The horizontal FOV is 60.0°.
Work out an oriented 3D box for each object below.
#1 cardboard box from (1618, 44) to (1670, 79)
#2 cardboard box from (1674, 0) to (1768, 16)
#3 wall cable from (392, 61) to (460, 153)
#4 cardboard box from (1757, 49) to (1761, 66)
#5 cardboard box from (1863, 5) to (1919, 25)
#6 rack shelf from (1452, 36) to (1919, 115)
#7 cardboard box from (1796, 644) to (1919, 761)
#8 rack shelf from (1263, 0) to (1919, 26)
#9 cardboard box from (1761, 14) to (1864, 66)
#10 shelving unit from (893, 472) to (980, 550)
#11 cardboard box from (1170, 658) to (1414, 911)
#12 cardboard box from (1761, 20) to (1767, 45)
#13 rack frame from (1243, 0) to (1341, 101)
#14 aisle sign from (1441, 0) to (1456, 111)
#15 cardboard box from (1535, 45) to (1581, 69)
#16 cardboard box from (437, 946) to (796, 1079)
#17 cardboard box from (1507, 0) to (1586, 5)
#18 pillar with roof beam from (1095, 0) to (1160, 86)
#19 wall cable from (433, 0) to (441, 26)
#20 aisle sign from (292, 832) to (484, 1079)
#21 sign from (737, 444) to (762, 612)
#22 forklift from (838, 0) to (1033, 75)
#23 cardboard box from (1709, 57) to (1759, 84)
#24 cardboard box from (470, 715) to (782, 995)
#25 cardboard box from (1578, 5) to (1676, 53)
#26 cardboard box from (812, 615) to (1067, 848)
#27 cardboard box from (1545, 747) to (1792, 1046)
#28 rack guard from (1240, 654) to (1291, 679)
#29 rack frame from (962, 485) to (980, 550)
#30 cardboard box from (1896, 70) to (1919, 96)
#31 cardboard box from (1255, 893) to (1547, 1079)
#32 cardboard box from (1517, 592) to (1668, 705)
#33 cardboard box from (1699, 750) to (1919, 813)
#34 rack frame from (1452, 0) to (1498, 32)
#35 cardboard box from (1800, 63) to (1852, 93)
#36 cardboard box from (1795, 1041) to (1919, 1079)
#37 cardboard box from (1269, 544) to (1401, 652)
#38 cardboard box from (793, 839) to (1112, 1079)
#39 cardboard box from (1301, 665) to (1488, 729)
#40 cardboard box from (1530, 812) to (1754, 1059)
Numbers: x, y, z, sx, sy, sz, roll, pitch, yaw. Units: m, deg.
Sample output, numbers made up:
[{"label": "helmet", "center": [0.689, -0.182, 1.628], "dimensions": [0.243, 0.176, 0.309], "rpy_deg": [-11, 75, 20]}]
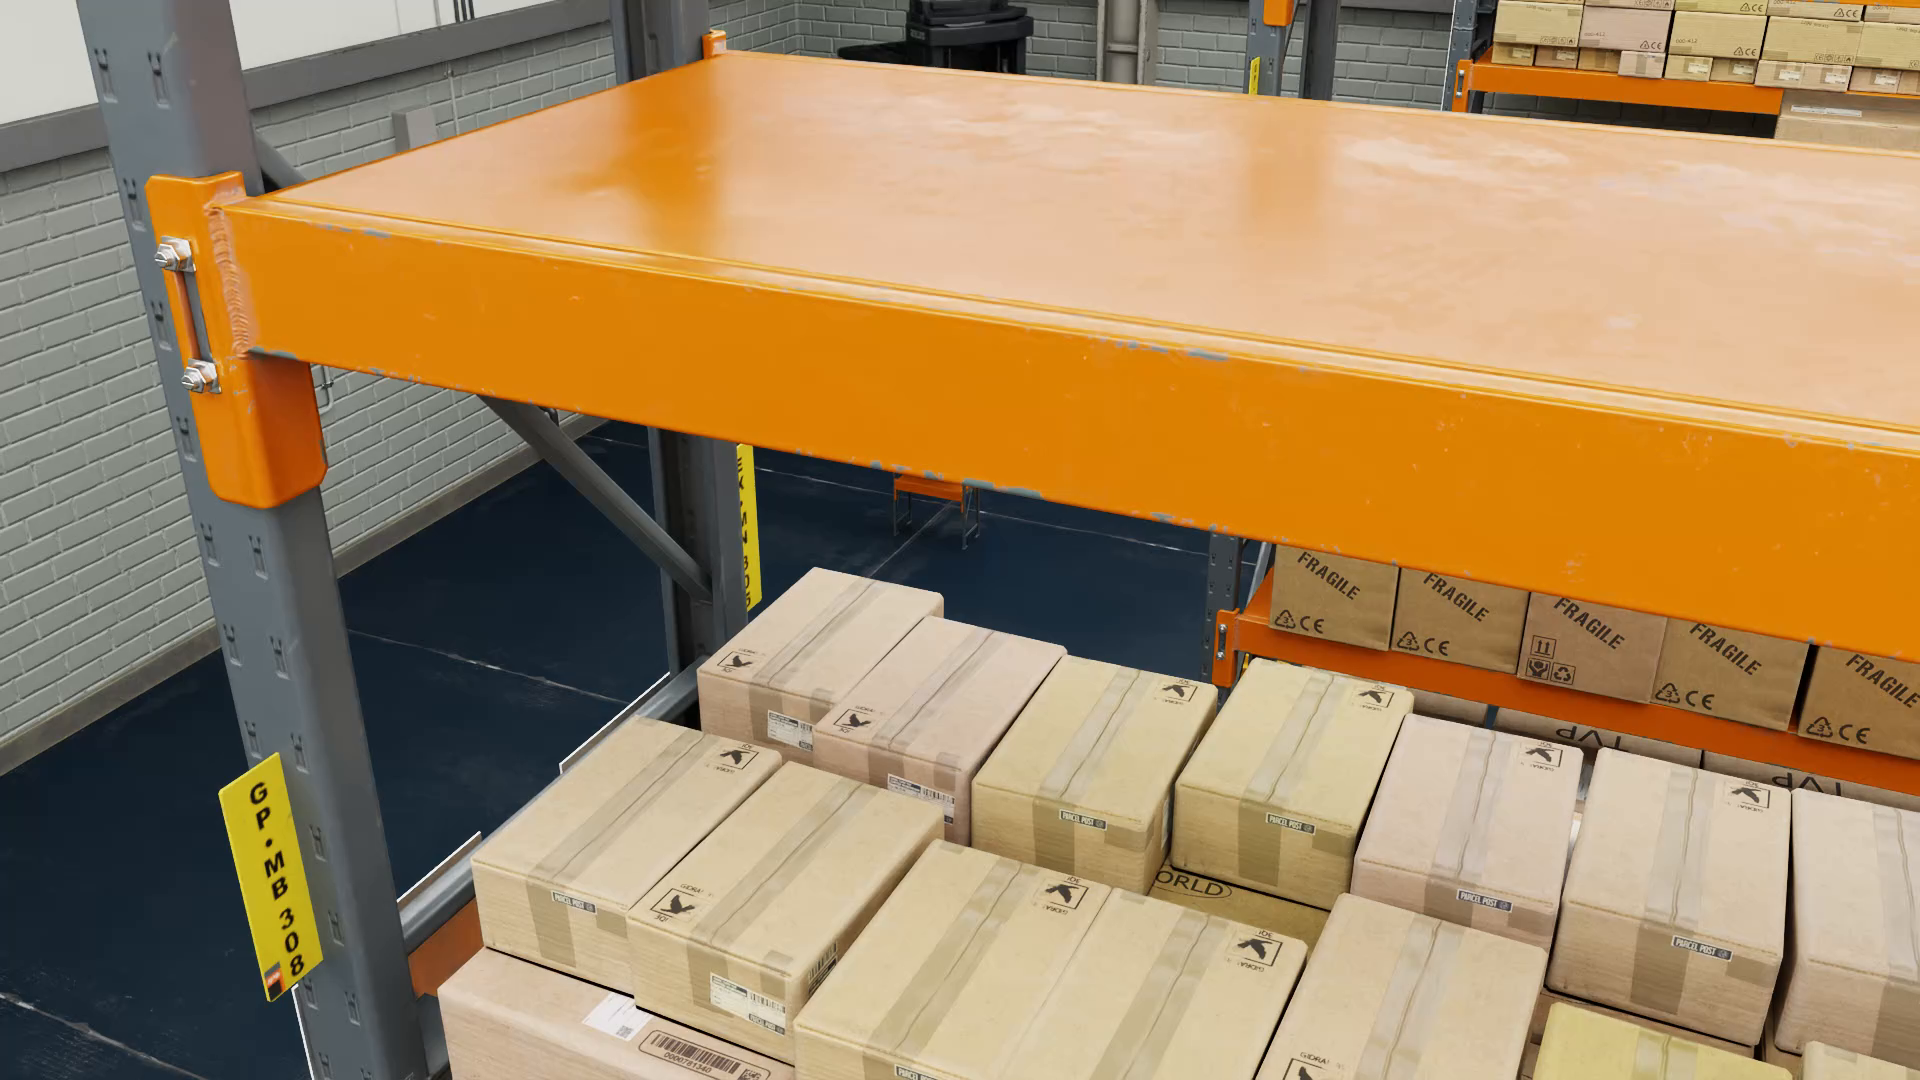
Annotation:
[{"label": "cardboard box", "center": [4.222, -2.962, 10.258], "dimensions": [0.250, 0.149, 0.380], "rpy_deg": [12, 29, 23]}, {"label": "cardboard box", "center": [4.586, -3.326, 9.980], "dimensions": [0.500, 0.250, 0.500], "rpy_deg": [11, 28, 21]}, {"label": "wall cable", "center": [-3.249, -2.112, 10.493], "dimensions": [0.122, 1.984, 0.588], "rpy_deg": [11, 28, 22]}, {"label": "cardboard box", "center": [4.974, -3.119, 10.578], "dimensions": [0.250, 0.149, 0.380], "rpy_deg": [11, 28, 21]}, {"label": "cardboard box", "center": [5.527, -3.144, 9.611], "dimensions": [0.500, 0.250, 0.500], "rpy_deg": [12, 29, 23]}, {"label": "rack shelf", "center": [5.189, -2.716, 10.288], "dimensions": [4.000, 0.370, 1.077], "rpy_deg": [11, 28, 22]}, {"label": "cardboard box", "center": [3.496, 0.465, 6.297], "dimensions": [0.500, 0.500, 0.500], "rpy_deg": [11, 28, 21]}, {"label": "rack shelf", "center": [3.137, -1.885, 5.659], "dimensions": [4.000, 0.370, 1.077], "rpy_deg": [11, 28, 22]}, {"label": "cardboard box", "center": [5.071, -3.011, 9.906], "dimensions": [0.500, 0.250, 0.500], "rpy_deg": [11, 28, 21]}, {"label": "shelving unit", "center": [-0.151, -0.569, 10.546], "dimensions": [0.503, 1.200, 0.258], "rpy_deg": [11, 28, 22]}, {"label": "cardboard box", "center": [0.487, 0.344, 2.412], "dimensions": [0.250, 0.149, 0.380], "rpy_deg": [12, 29, 23]}, {"label": "cardboard box", "center": [5.282, -3.223, 10.337], "dimensions": [0.500, 0.250, 0.500], "rpy_deg": [12, 29, 23]}, {"label": "rack frame", "center": [1.317, -2.753, 6.155], "dimensions": [0.127, 3.000, 1.000], "rpy_deg": [11, 28, 22]}, {"label": "aisle sign", "center": [3.184, -3.119, 10.746], "dimensions": [0.004, 0.787, 0.394], "rpy_deg": [11, 28, 22]}, {"label": "cardboard box", "center": [3.811, -3.102, 10.543], "dimensions": [0.250, 0.149, 0.380], "rpy_deg": [12, 29, 23]}, {"label": "cardboard box", "center": [-0.339, 0.631, 2.281], "dimensions": [0.500, 0.250, 0.500], "rpy_deg": [12, 29, 23]}, {"label": "cardboard box", "center": [3.668, -3.512, 10.359], "dimensions": [0.500, 0.250, 0.500], "rpy_deg": [11, 28, 21]}, {"label": "pillar with roof beam", "center": [-0.495, -3.874, 8.431], "dimensions": [0.400, 9.000, 9.100], "rpy_deg": [11, 28, 22]}, {"label": "wall cable", "center": [-3.664, -3.982, 8.650], "dimensions": [0.029, 3.000, 2.355], "rpy_deg": [11, 28, 22]}, {"label": "aisle sign", "center": [-0.831, 0.888, 2.607], "dimensions": [0.004, 0.787, 0.394], "rpy_deg": [11, 28, 22]}, {"label": "sign", "center": [-0.392, -0.015, 2.987], "dimensions": [0.005, 0.325, 0.100], "rpy_deg": [11, 28, 22]}, {"label": "forklift", "center": [-0.252, -2.825, 13.169], "dimensions": [1.130, 2.935, 3.031], "rpy_deg": [-17, 31, -31]}, {"label": "cardboard box", "center": [4.714, -2.896, 10.125], "dimensions": [0.250, 0.149, 0.380], "rpy_deg": [11, 28, 21]}, {"label": "cardboard box", "center": [-0.440, 0.416, 2.265], "dimensions": [0.250, 0.149, 0.380], "rpy_deg": [11, 28, 21]}, {"label": "cardboard box", "center": [4.130, -3.195, 10.280], "dimensions": [0.500, 0.250, 0.500], "rpy_deg": [12, 29, 23]}, {"label": "cardboard box", "center": [-0.023, 0.284, 2.534], "dimensions": [0.250, 0.149, 0.380], "rpy_deg": [12, 29, 23]}, {"label": "cardboard box", "center": [0.937, 0.455, 2.187], "dimensions": [0.250, 0.149, 0.380], "rpy_deg": [12, 29, 23]}, {"label": "rack guard", "center": [1.295, 1.055, 8.041], "dimensions": [0.348, 0.500, 1.175], "rpy_deg": [11, 28, 22]}, {"label": "rack frame", "center": [0.071, -0.524, 10.456], "dimensions": [0.015, 1.200, 0.240], "rpy_deg": [11, 28, 22]}, {"label": "cardboard box", "center": [5.644, -2.713, 9.753], "dimensions": [0.250, 0.149, 0.380], "rpy_deg": [12, 29, 24]}, {"label": "cardboard box", "center": [0.501, 0.598, 1.895], "dimensions": [0.250, 0.149, 0.380], "rpy_deg": [12, 29, 23]}, {"label": "cardboard box", "center": [2.562, 0.278, 6.676], "dimensions": [0.500, 0.500, 0.500], "rpy_deg": [11, 28, 22]}, {"label": "cardboard box", "center": [3.616, 1.309, 7.120], "dimensions": [0.875, 0.438, 0.875], "rpy_deg": [10, 28, 20]}, {"label": "rack frame", "center": [3.368, -4.750, 10.210], "dimensions": [0.127, 3.000, 1.000], "rpy_deg": [11, 28, 22]}, {"label": "cardboard box", "center": [5.146, -2.777, 9.882], "dimensions": [0.250, 0.149, 0.380], "rpy_deg": [12, 29, 23]}, {"label": "cardboard box", "center": [0.962, 0.712, 1.664], "dimensions": [0.250, 0.149, 0.380], "rpy_deg": [12, 29, 24]}, {"label": "cardboard box", "center": [1.635, 0.097, 7.045], "dimensions": [0.500, 0.500, 0.500], "rpy_deg": [11, 28, 21]}, {"label": "cardboard box", "center": [0.002, 0.549, 1.996], "dimensions": [0.250, 0.149, 0.380], "rpy_deg": [11, 28, 22]}, {"label": "cardboard box", "center": [1.959, 0.980, 7.789], "dimensions": [0.875, 0.438, 0.875], "rpy_deg": [10, 28, 20]}, {"label": "cardboard box", "center": [0.816, 0.614, 2.315], "dimensions": [0.500, 0.250, 0.500], "rpy_deg": [12, 29, 23]}]
